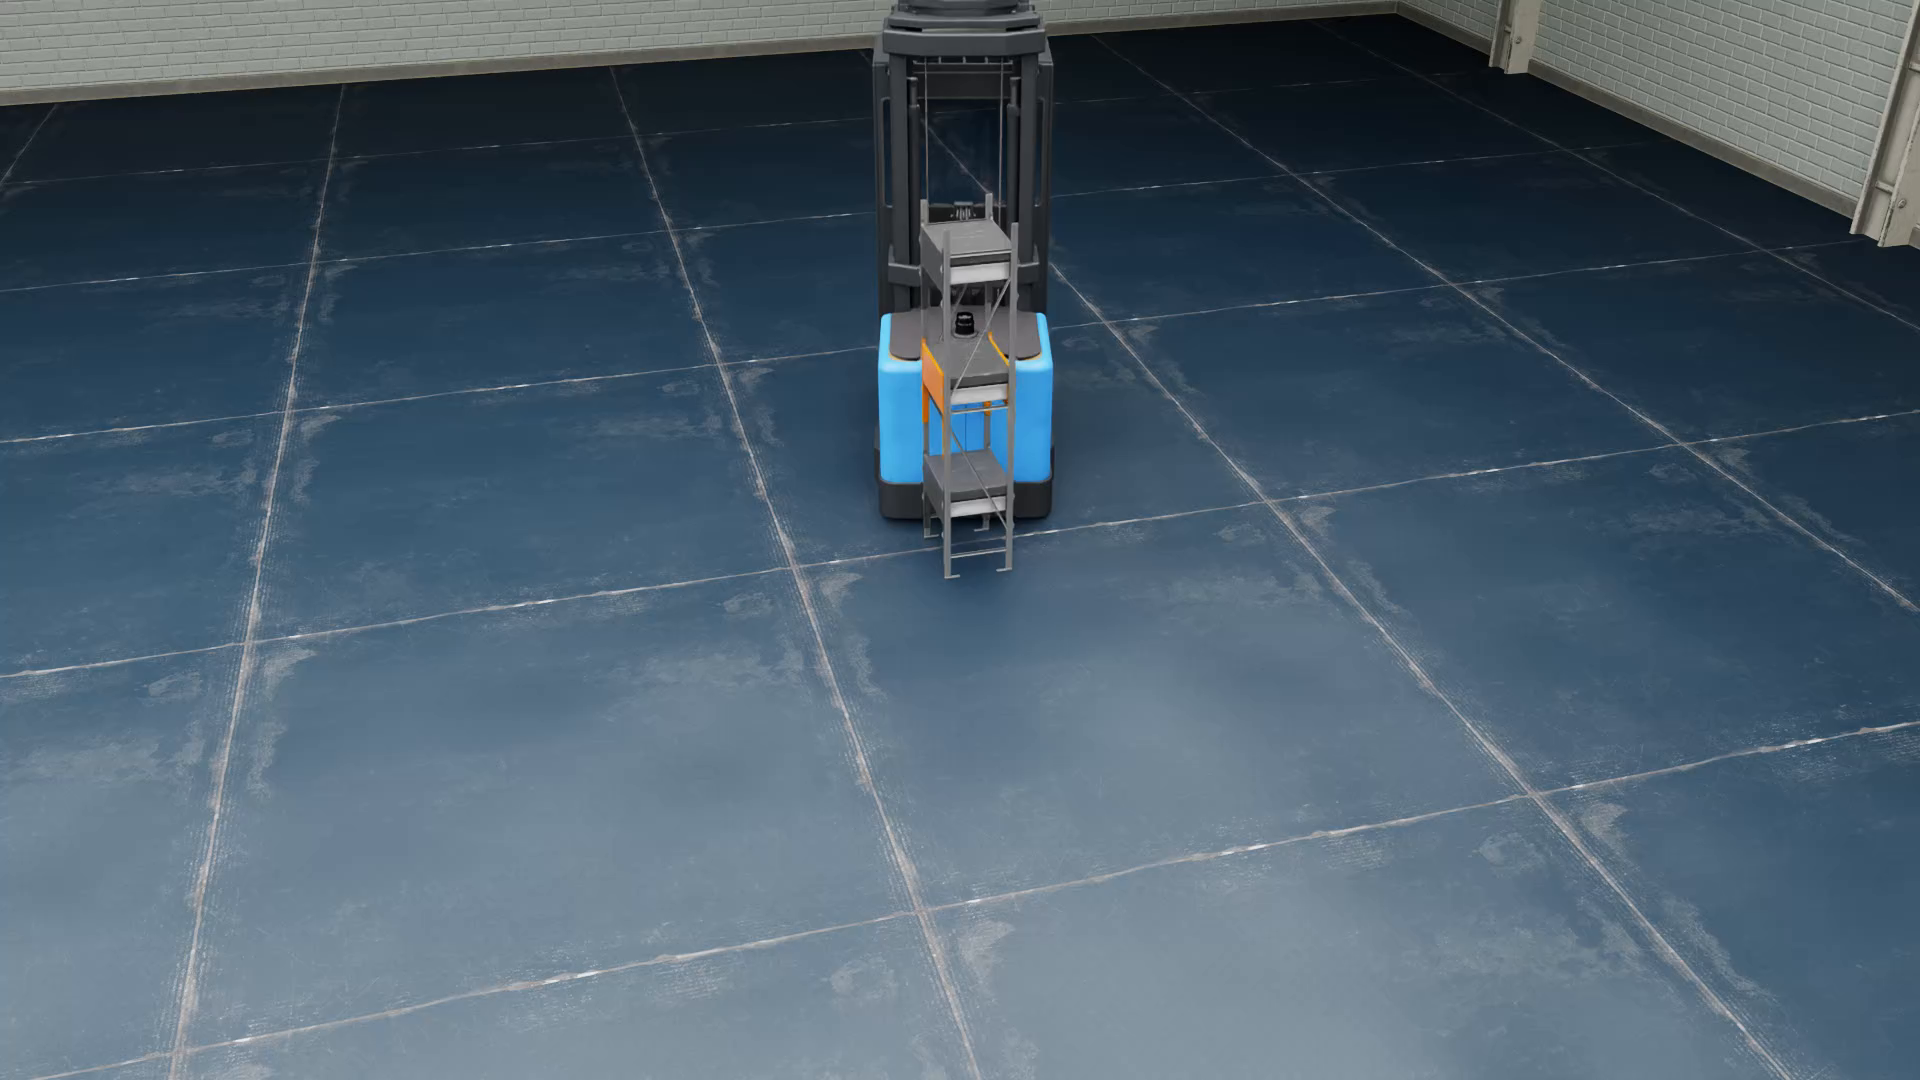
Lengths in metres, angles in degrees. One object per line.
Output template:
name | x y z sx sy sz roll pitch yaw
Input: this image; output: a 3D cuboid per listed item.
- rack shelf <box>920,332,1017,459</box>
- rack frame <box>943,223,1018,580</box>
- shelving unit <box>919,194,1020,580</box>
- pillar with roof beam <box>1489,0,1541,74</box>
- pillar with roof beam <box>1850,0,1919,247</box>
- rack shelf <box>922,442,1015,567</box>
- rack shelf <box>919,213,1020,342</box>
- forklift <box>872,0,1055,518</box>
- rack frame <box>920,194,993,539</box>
rack shelf | 0.044 -0.816 9.321 0.431 0.518 0.480 -8 31 -13
rack frame | 0.106 -0.710 9.110 0.400 2.100 0.015 -8 31 -13
shelving unit | 0.044 -0.828 9.315 0.431 2.100 0.503 -8 31 -13
pillar with roof beam | 2.303 -8.862 16.310 9.100 9.000 0.400 -8 31 -13
pillar with roof beam | 3.896 -5.965 11.303 9.100 9.000 0.400 -8 31 -13
rack shelf | 0.043 -0.210 9.671 0.431 0.518 0.480 -8 31 -13
rack shelf | 0.044 -1.423 8.972 0.431 0.518 0.480 -8 31 -13
forklift | 0.013 -2.098 10.680 1.130 2.935 3.031 0 30 -1
rack frame | -0.019 -0.946 9.519 0.400 2.100 0.015 -8 31 -13
